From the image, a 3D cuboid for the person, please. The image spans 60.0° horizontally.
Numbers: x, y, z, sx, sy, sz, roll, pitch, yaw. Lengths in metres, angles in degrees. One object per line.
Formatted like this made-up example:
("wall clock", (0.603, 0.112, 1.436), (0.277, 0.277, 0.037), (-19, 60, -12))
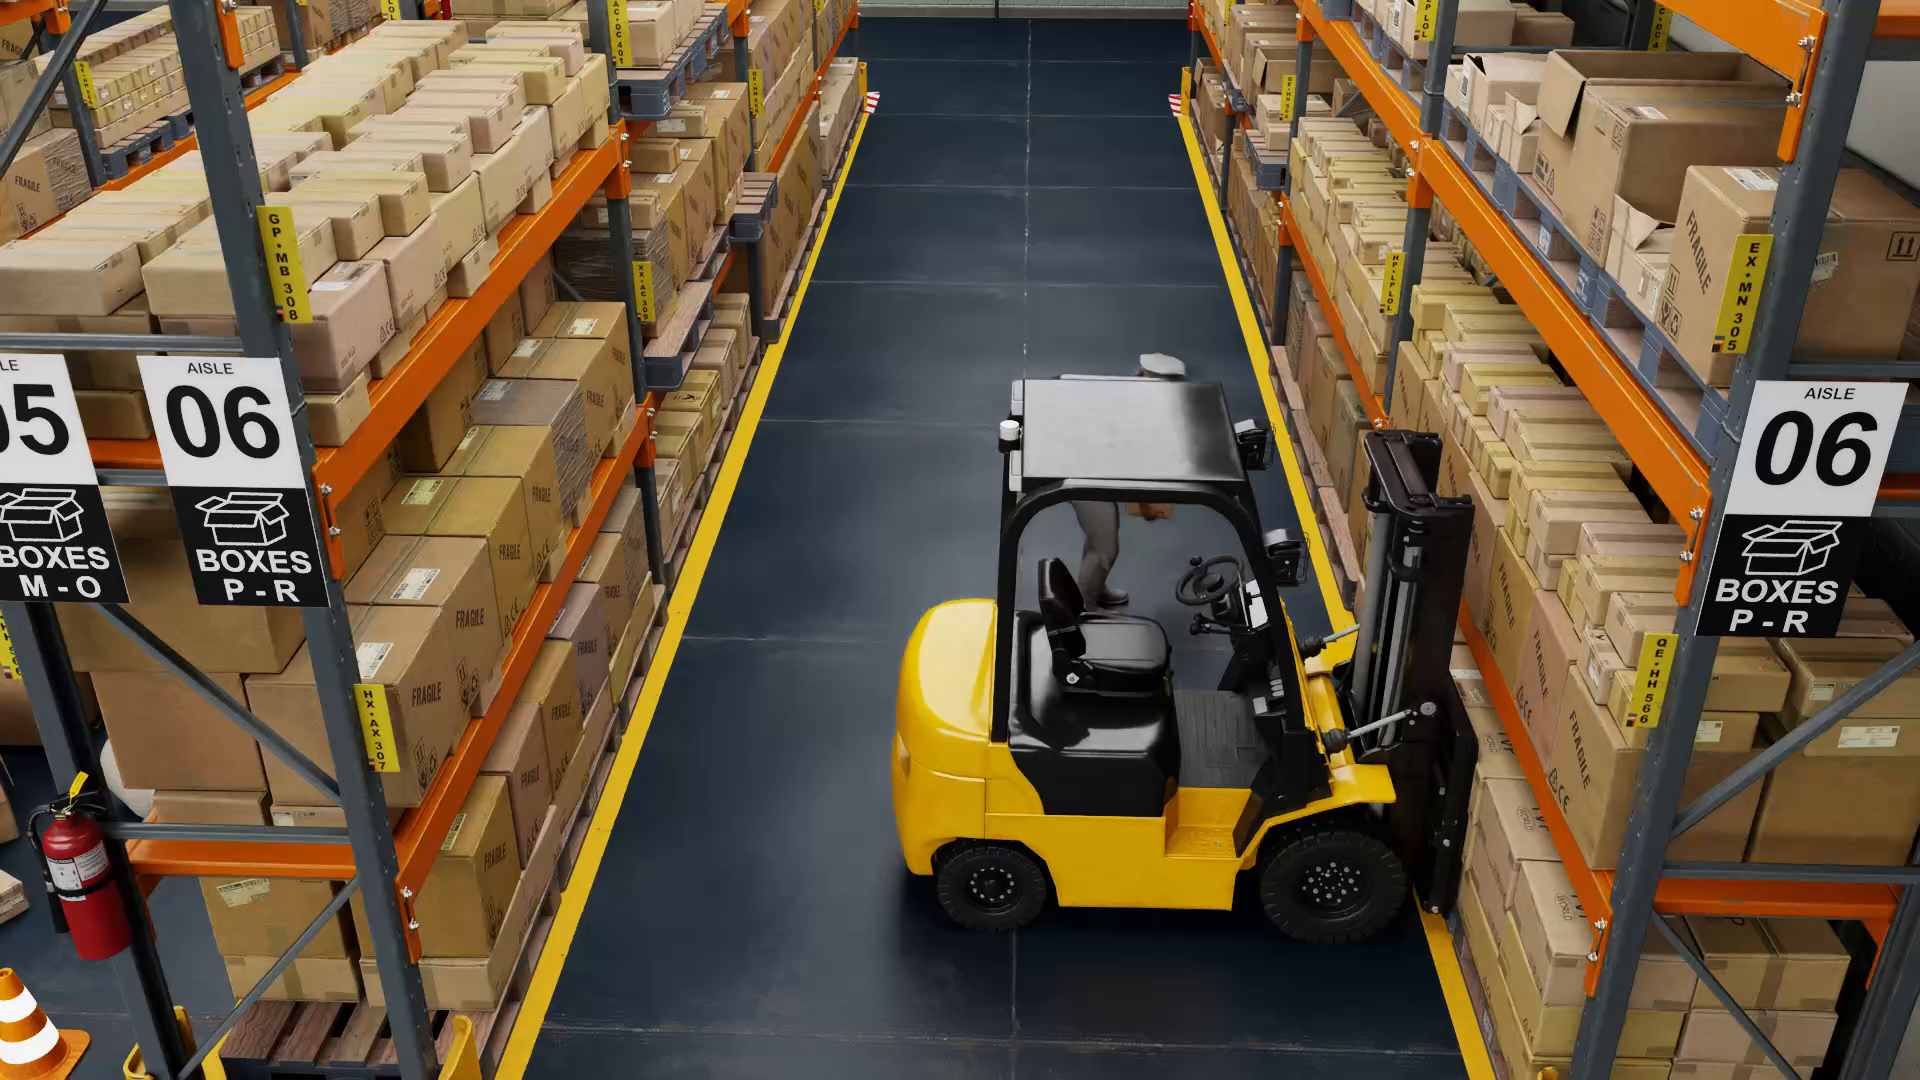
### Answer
("person", (0.883, -0.286, 9.276), (0.646, 1.559, 0.412), (0, 28, 1))
